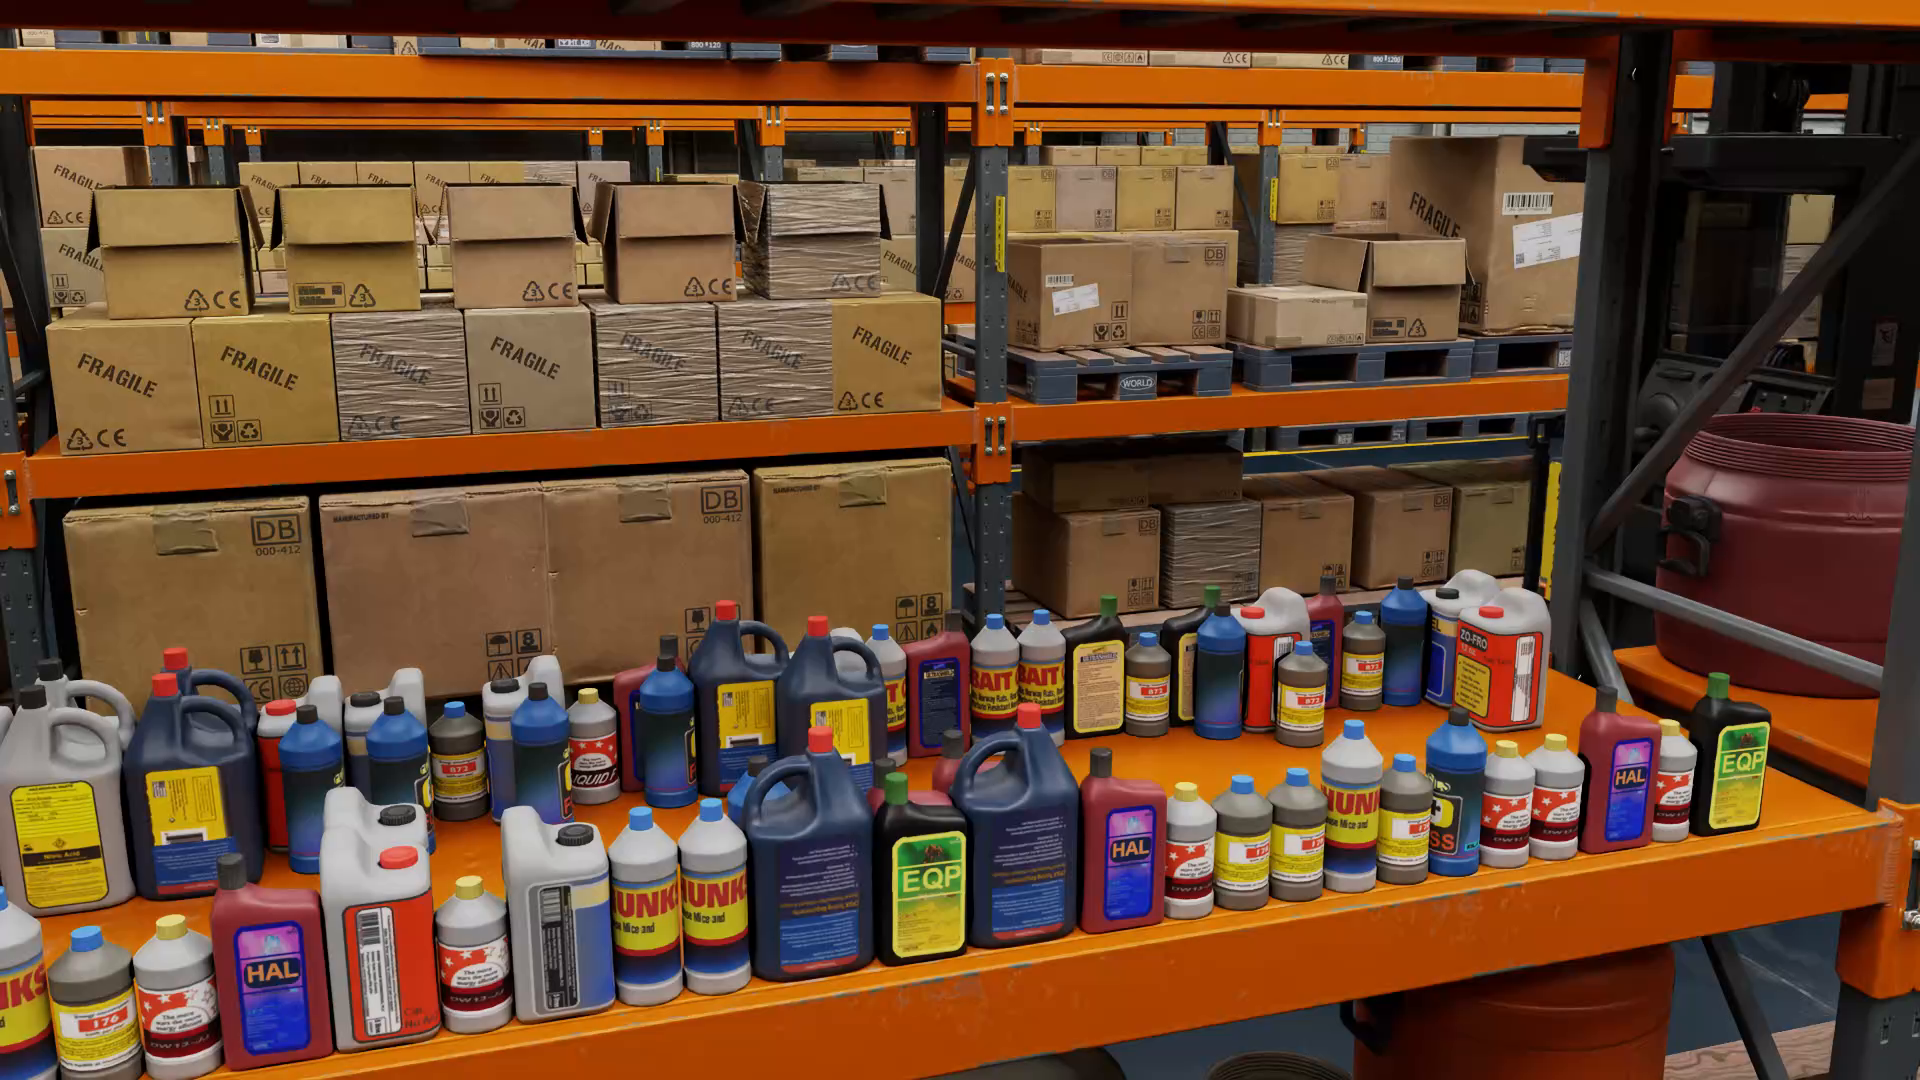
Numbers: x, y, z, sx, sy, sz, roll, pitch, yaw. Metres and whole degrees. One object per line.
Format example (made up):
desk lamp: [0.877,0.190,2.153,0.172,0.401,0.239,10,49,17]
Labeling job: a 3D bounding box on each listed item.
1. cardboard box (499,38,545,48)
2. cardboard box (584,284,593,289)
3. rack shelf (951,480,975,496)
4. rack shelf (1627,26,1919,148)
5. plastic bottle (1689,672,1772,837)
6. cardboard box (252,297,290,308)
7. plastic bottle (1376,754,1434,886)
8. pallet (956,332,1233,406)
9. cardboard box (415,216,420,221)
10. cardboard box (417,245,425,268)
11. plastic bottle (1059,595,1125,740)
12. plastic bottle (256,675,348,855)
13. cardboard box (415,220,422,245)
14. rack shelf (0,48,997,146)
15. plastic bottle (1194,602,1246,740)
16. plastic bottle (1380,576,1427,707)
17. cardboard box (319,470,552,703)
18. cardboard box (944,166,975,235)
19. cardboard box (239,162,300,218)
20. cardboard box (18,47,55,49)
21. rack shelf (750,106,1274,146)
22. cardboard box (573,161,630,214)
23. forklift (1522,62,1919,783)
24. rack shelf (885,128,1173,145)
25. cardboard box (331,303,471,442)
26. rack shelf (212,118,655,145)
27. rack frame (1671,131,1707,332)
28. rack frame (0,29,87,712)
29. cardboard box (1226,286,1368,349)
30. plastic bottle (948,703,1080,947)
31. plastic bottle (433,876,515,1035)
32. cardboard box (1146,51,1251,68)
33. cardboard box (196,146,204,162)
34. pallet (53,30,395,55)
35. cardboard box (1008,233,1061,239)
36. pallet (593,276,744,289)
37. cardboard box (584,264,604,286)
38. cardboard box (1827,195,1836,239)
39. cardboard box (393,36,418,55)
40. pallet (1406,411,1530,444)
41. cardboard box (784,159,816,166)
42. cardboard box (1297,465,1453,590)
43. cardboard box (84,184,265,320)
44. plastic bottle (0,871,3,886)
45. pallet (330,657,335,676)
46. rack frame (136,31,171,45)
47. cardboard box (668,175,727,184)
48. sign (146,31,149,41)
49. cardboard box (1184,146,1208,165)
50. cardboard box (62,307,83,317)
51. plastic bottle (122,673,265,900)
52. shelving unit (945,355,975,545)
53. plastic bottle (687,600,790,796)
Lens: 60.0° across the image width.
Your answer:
cardboard box: [-2.896,-3.331,11.465,0.500,0.500,0.500,-4,14,-18]
cardboard box: [-3.846,-2.213,17.146,0.875,0.875,0.875,-5,14,-19]
rack shelf: [0.014,-0.308,10.574,0.180,0.103,0.258,-4,14,-18]
rack shelf: [3.471,-1.072,3.739,4.000,0.370,1.077,-4,14,-18]
plastic bottle: [1.328,0.365,2.877,0.133,0.283,0.061,-4,14,-18]
cardboard box: [-2.968,-0.784,7.241,0.500,0.500,0.500,-4,14,-16]
plastic bottle: [0.717,0.448,2.705,0.097,0.201,0.097,0,13,0]
pallet: [0.637,-0.884,8.291,1.003,0.211,1.213,-4,14,-18]
cardboard box: [-3.981,-2.221,11.846,0.250,0.149,0.380,-5,14,-20]
cardboard box: [-3.771,-1.935,11.287,0.250,0.149,0.380,-4,14,-16]
plastic bottle: [0.263,0.254,3.345,0.133,0.283,0.061,-4,14,-18]
plastic bottle: [-1.121,0.377,2.846,0.135,0.276,0.152,-4,14,-18]
cardboard box: [-3.776,-2.078,11.247,0.250,0.149,0.380,-5,14,-19]
rack shelf: [-1.900,-1.863,7.065,4.000,0.370,1.077,-4,14,-18]
plastic bottle: [0.524,0.259,3.351,0.097,0.271,0.097,0,13,0]
plastic bottle: [0.944,0.211,3.550,0.097,0.271,0.097,0,13,0]
cardboard box: [-2.349,0.106,7.400,0.875,0.875,1.225,-5,14,-20]
cardboard box: [-0.097,-2.638,12.876,0.500,0.500,0.700,-5,14,-19]
cardboard box: [-6.447,-3.284,15.590,0.500,0.500,0.500,-4,14,-17]
cardboard box: [-5.661,-2.992,10.582,0.500,0.250,0.500,-4,14,-17]
rack shelf: [0.405,-3.253,12.911,4.000,0.370,1.077,-4,14,-18]
cardboard box: [-3.572,-3.514,16.558,0.500,0.500,0.500,-5,14,-20]
forklift: [2.837,-0.525,6.516,3.031,2.935,1.130,-4,14,-17]
rack shelf: [0.935,-5.715,23.260,4.000,0.370,1.077,-4,14,-18]
cardboard box: [-2.329,-0.708,6.920,0.500,0.500,0.500,-5,14,-19]
rack shelf: [-5.060,-4.036,16.202,4.000,0.370,1.077,-4,14,-18]
rack frame: [3.787,-1.196,9.190,0.127,3.000,1.000,-4,14,-18]
rack frame: [-3.795,-0.606,6.708,0.127,3.000,1.000,-4,14,-18]
cardboard box: [1.658,-1.106,8.226,0.500,0.250,0.500,-5,14,-20]
plastic bottle: [0.081,0.420,2.504,0.185,0.351,0.144,-4,14,-18]
plastic bottle: [-0.659,0.556,2.255,0.097,0.201,0.097,0,13,0]
cardboard box: [1.009,-2.304,7.689,0.500,0.250,0.500,-4,14,-17]
cardboard box: [-7.338,-3.664,15.785,0.250,0.149,0.380,-5,14,-19]
pallet: [-2.942,-2.051,6.713,1.217,0.209,0.805,-5,14,-20]
cardboard box: [0.453,-2.131,12.902,0.500,0.500,0.500,-5,14,-19]
pallet: [-2.132,-1.827,12.257,1.003,0.211,1.213,-4,14,-18]
cardboard box: [-2.528,-1.887,11.728,0.250,0.149,0.380,-5,14,-19]
cardboard box: [4.768,-1.891,9.090,0.500,0.500,0.500,-4,14,-18]
cardboard box: [-3.776,-3.500,11.263,0.637,0.503,0.797,-5,14,-19]
pallet: [4.205,-1.065,14.664,1.213,0.211,1.003,-4,14,-18]
cardboard box: [-1.704,-3.970,17.685,0.250,0.149,0.380,-5,14,-21]
cardboard box: [2.210,-0.081,8.953,0.500,0.500,0.700,-6,15,-23]
cardboard box: [-3.193,-1.192,6.786,0.637,0.503,0.797,-5,14,-20]
plastic bottle: [-1.542,0.476,2.589,0.097,0.201,0.097,0,13,0]
pallet: [-3.088,0.677,7.340,1.213,0.211,1.003,-4,14,-18]
rack frame: [-5.281,-4.620,10.619,0.127,3.000,1.000,-4,14,-18]
cardboard box: [-2.665,-3.455,16.918,0.500,0.500,0.500,-5,14,-20]
sign: [-5.101,-3.294,10.408,0.005,0.325,0.100,-4,14,-18]
cardboard box: [2.553,-4.157,18.618,0.500,0.500,0.700,-5,14,-18]
cardboard box: [-5.687,-1.464,10.857,0.250,0.149,0.380,-5,14,-20]
plastic bottle: [-1.228,0.383,2.658,0.185,0.351,0.144,-4,14,-18]
shelving unit: [0.014,-0.585,10.508,0.189,1.200,0.258,-4,14,-18]
plastic bottle: [-0.405,0.283,3.076,0.185,0.351,0.144,-4,14,-18]
